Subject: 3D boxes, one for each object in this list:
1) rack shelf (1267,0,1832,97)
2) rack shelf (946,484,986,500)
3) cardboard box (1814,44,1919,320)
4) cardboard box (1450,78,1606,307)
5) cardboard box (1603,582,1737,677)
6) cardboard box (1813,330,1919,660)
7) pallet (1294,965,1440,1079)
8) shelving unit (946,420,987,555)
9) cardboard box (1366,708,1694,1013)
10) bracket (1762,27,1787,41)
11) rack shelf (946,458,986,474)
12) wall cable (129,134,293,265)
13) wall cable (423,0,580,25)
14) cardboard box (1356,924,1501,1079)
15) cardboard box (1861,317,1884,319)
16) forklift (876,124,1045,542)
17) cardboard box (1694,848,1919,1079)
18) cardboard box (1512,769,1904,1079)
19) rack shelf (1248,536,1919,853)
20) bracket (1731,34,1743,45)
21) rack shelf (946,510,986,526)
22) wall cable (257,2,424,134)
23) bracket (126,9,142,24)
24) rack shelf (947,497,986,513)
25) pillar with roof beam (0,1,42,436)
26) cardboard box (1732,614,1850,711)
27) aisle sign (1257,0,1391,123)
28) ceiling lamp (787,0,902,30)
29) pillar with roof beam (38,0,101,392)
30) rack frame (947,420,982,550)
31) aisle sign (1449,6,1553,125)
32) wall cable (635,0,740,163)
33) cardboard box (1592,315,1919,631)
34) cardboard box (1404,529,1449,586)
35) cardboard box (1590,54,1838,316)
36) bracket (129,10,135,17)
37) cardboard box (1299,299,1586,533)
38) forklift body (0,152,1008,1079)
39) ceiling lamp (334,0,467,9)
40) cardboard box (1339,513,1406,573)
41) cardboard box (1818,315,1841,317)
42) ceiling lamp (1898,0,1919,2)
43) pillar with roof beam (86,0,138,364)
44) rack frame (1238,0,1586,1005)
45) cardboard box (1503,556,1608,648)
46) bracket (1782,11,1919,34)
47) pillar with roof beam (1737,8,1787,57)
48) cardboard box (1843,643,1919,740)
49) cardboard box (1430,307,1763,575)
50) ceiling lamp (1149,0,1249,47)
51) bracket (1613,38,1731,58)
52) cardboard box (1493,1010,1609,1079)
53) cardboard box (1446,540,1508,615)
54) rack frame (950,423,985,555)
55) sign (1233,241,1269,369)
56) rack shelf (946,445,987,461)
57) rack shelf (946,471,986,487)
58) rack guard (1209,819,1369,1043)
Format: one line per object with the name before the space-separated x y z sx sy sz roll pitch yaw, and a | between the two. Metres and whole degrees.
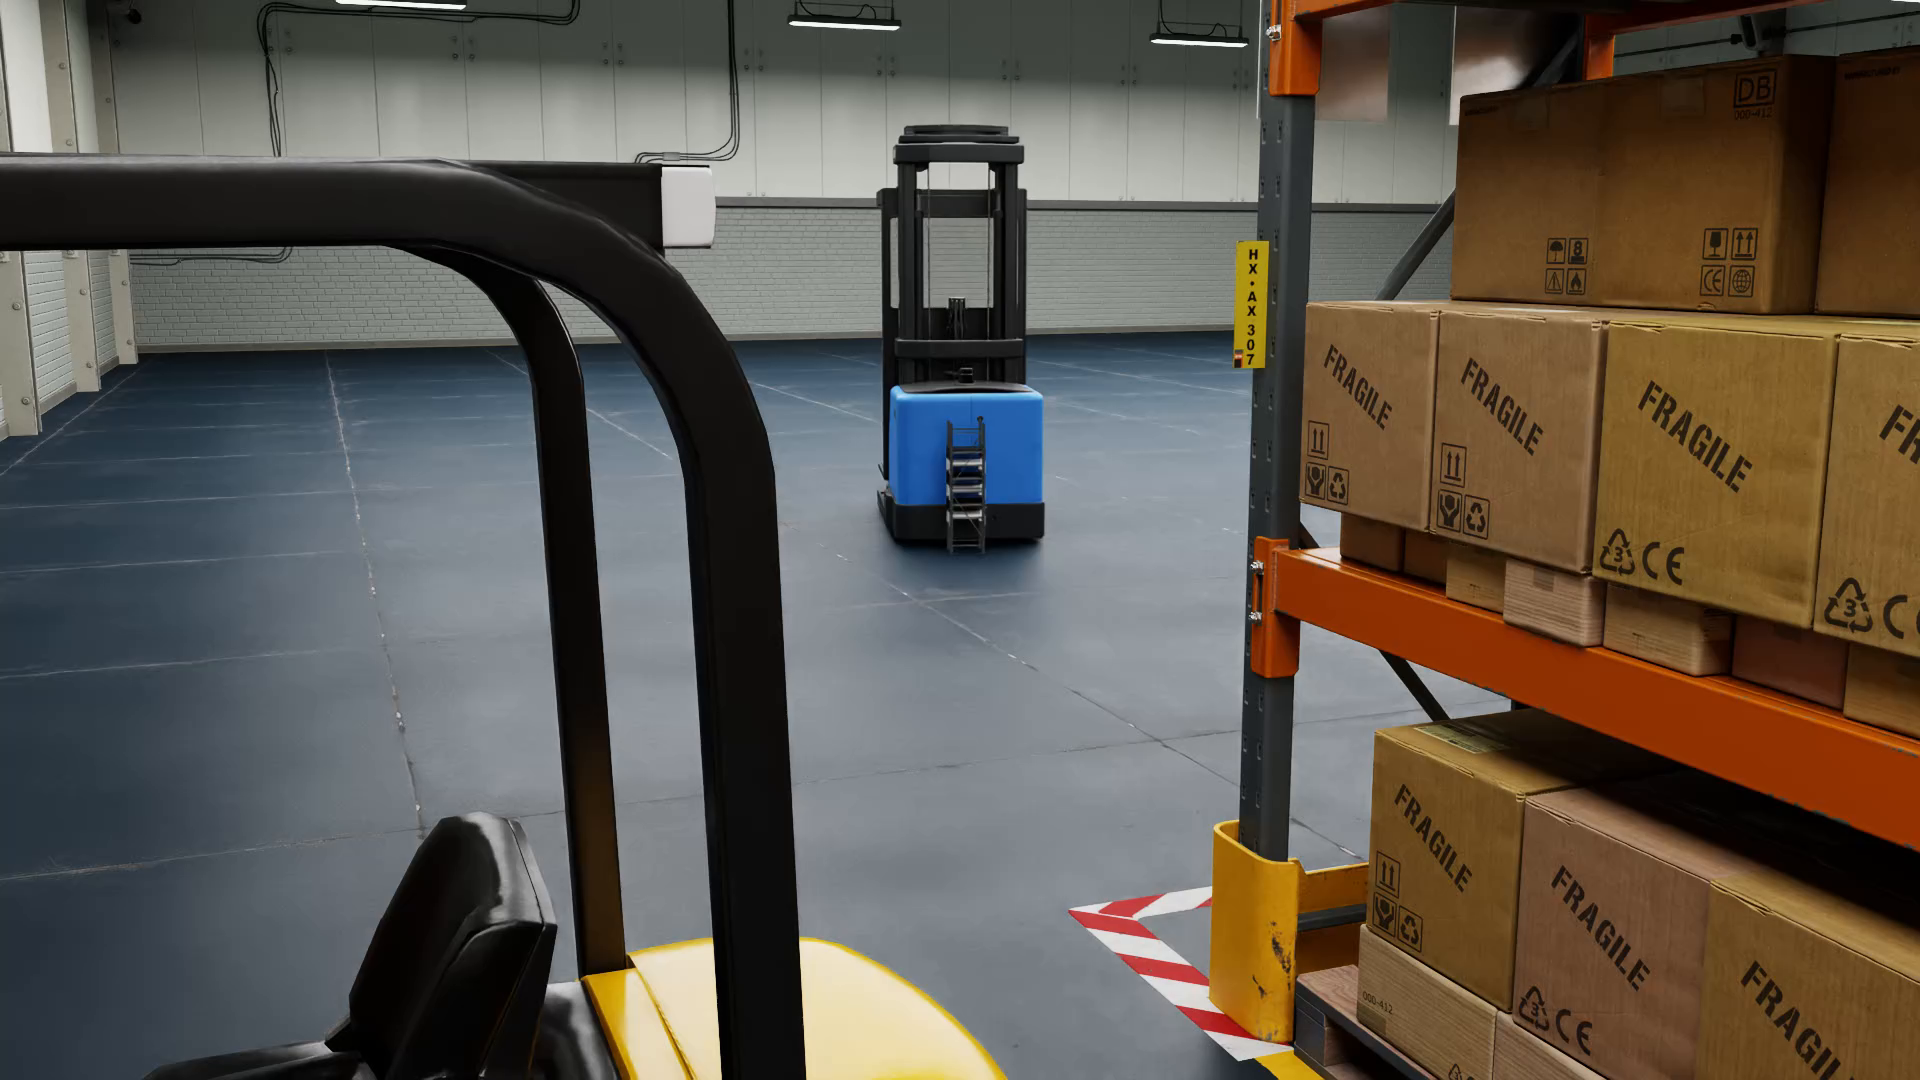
rack shelf | 1.985 -1.012 2.531 1.077 0.370 4.000 -4 11 -21
rack shelf | 0.041 -0.329 11.388 0.258 0.077 0.200 -1 10 -6
cardboard box | 2.106 -0.674 3.154 0.700 0.500 0.500 -4 11 -22
cardboard box | 1.649 -0.834 4.053 0.700 0.500 0.500 -4 11 -22
cardboard box | 1.490 0.150 3.229 0.380 0.149 0.250 -4 11 -19
cardboard box | 1.742 -0.066 2.593 0.500 0.500 0.500 -4 11 -22
pallet | 1.549 1.305 3.982 1.003 0.211 1.213 -4 11 -21
shelving unit | 0.041 -0.361 11.382 0.258 0.900 0.210 -1 10 -6
cardboard box | 1.304 0.715 3.844 0.500 0.500 0.500 -4 11 -23
bracket | 16.529 -10.281 33.745 0.235 0.232 0.430 -4 11 -21
rack shelf | 0.041 -0.506 11.357 0.258 0.077 0.200 -1 10 -6
wall cable | -14.659 -6.615 32.282 3.097 2.526 0.112 -4 11 -21
wall cable | -9.253 -11.709 33.510 3.097 2.526 0.112 -4 11 -21
cardboard box | 1.295 1.081 3.931 0.500 0.250 0.500 -4 11 -21
cardboard box | 2.069 -0.176 3.210 0.500 0.500 0.500 -4 11 -21
forklift | -0.070 -1.645 12.800 1.130 2.935 3.031 -1 10 -6
cardboard box | 1.672 0.883 2.902 0.500 0.500 0.500 -4 11 -20
cardboard box | 1.498 0.801 3.366 0.500 0.500 0.500 -4 11 -23
rack shelf | 1.985 0.465 2.794 1.077 0.370 4.000 -4 11 -21
bracket | 16.229 -10.416 34.506 0.235 0.232 0.430 -4 11 -21
rack shelf | 0.041 -0.151 11.420 0.258 0.077 0.200 -1 10 -6
wall cable | -12.137 -9.274 32.805 3.097 2.526 0.112 -4 11 -21
bracket | -15.502 -9.829 31.202 0.235 0.232 0.430 -4 11 -21
rack shelf | 0.041 -0.240 11.404 0.258 0.077 0.200 -1 10 -6
pillar with roof beam | -6.463 -5.894 19.359 9.100 9.000 0.400 -4 11 -21
cardboard box | 1.642 0.189 3.008 0.380 0.149 0.250 -4 11 -19
aisle sign | 0.949 -1.486 4.285 0.394 0.787 0.004 -4 11 -21
ceiling lamp | -2.109 -10.593 29.109 2.000 3.185 0.800 -4 11 -21
pillar with roof beam | -8.637 -6.873 24.865 9.100 9.000 0.400 -4 11 -21
rack frame | 0.031 -0.379 11.482 0.240 0.900 0.006 -1 10 -6
aisle sign | 1.508 -1.524 4.499 0.394 0.787 0.004 -4 11 -21
wall cable | -5.805 -10.418 35.084 2.305 6.003 0.169 -4 11 -21
cardboard box | 1.550 -0.149 3.056 0.500 0.500 0.500 -4 11 -22
cardboard box | 1.296 0.017 3.976 0.380 0.149 0.250 -4 11 -20
cardboard box | 1.825 -0.751 3.586 0.700 0.500 0.500 -4 11 -20
bracket | -15.288 -9.732 30.660 0.076 0.066 3.189 -4 11 -21
cardboard box | 1.174 -0.316 3.998 0.500 0.500 0.500 -4 11 -22
forklift body | -0.977 0.712 1.777 2.313 2.155 1.214 -4 11 -21
ceiling lamp | -8.997 -10.124 26.472 2.000 3.185 0.800 -4 11 -21
cardboard box | 1.191 -0.023 4.202 0.380 0.149 0.250 -4 11 -21
cardboard box | 1.891 -0.258 3.670 0.500 0.500 0.500 -4 11 -21
ceiling lamp | 14.614 -10.040 25.883 2.000 3.144 0.800 -4 11 -21
pillar with roof beam | -10.811 -7.853 30.371 9.100 9.000 0.548 -4 11 -21
rack frame | 1.261 -0.215 4.566 1.000 3.000 0.127 -4 11 -21
cardboard box | 1.365 0.110 3.454 0.380 0.149 0.250 -4 11 -20
bracket | 17.463 -9.860 31.380 0.076 0.066 4.783 -4 11 -21
pillar with roof beam | 12.697 -8.326 33.031 9.100 9.000 0.548 -4 11 -21
cardboard box | 1.710 0.234 2.755 0.380 0.149 0.250 -4 11 -22
cardboard box | 1.364 -0.232 3.523 0.500 0.500 0.500 -4 11 -19
ceiling lamp | 4.471 -11.041 31.628 2.000 3.185 0.800 -4 11 -21
bracket | 15.289 -10.840 36.886 0.076 0.066 4.783 -4 11 -21
cardboard box | 1.473 1.165 3.460 0.500 0.250 0.500 -3 11 -19
cardboard box | 1.316 0.066 3.703 0.380 0.149 0.250 -4 11 -23
rack frame | 0.051 -0.344 11.283 0.240 0.900 0.006 -1 10 -6
sign | 0.755 -0.607 4.297 0.100 0.325 0.005 -4 11 -21
rack shelf | 0.041 -0.594 11.341 0.258 0.077 0.200 -1 10 -6
rack shelf | 0.041 -0.417 11.372 0.258 0.077 0.200 -1 10 -6
rack guard | 1.288 1.028 4.715 1.175 0.500 0.348 -4 11 -21
